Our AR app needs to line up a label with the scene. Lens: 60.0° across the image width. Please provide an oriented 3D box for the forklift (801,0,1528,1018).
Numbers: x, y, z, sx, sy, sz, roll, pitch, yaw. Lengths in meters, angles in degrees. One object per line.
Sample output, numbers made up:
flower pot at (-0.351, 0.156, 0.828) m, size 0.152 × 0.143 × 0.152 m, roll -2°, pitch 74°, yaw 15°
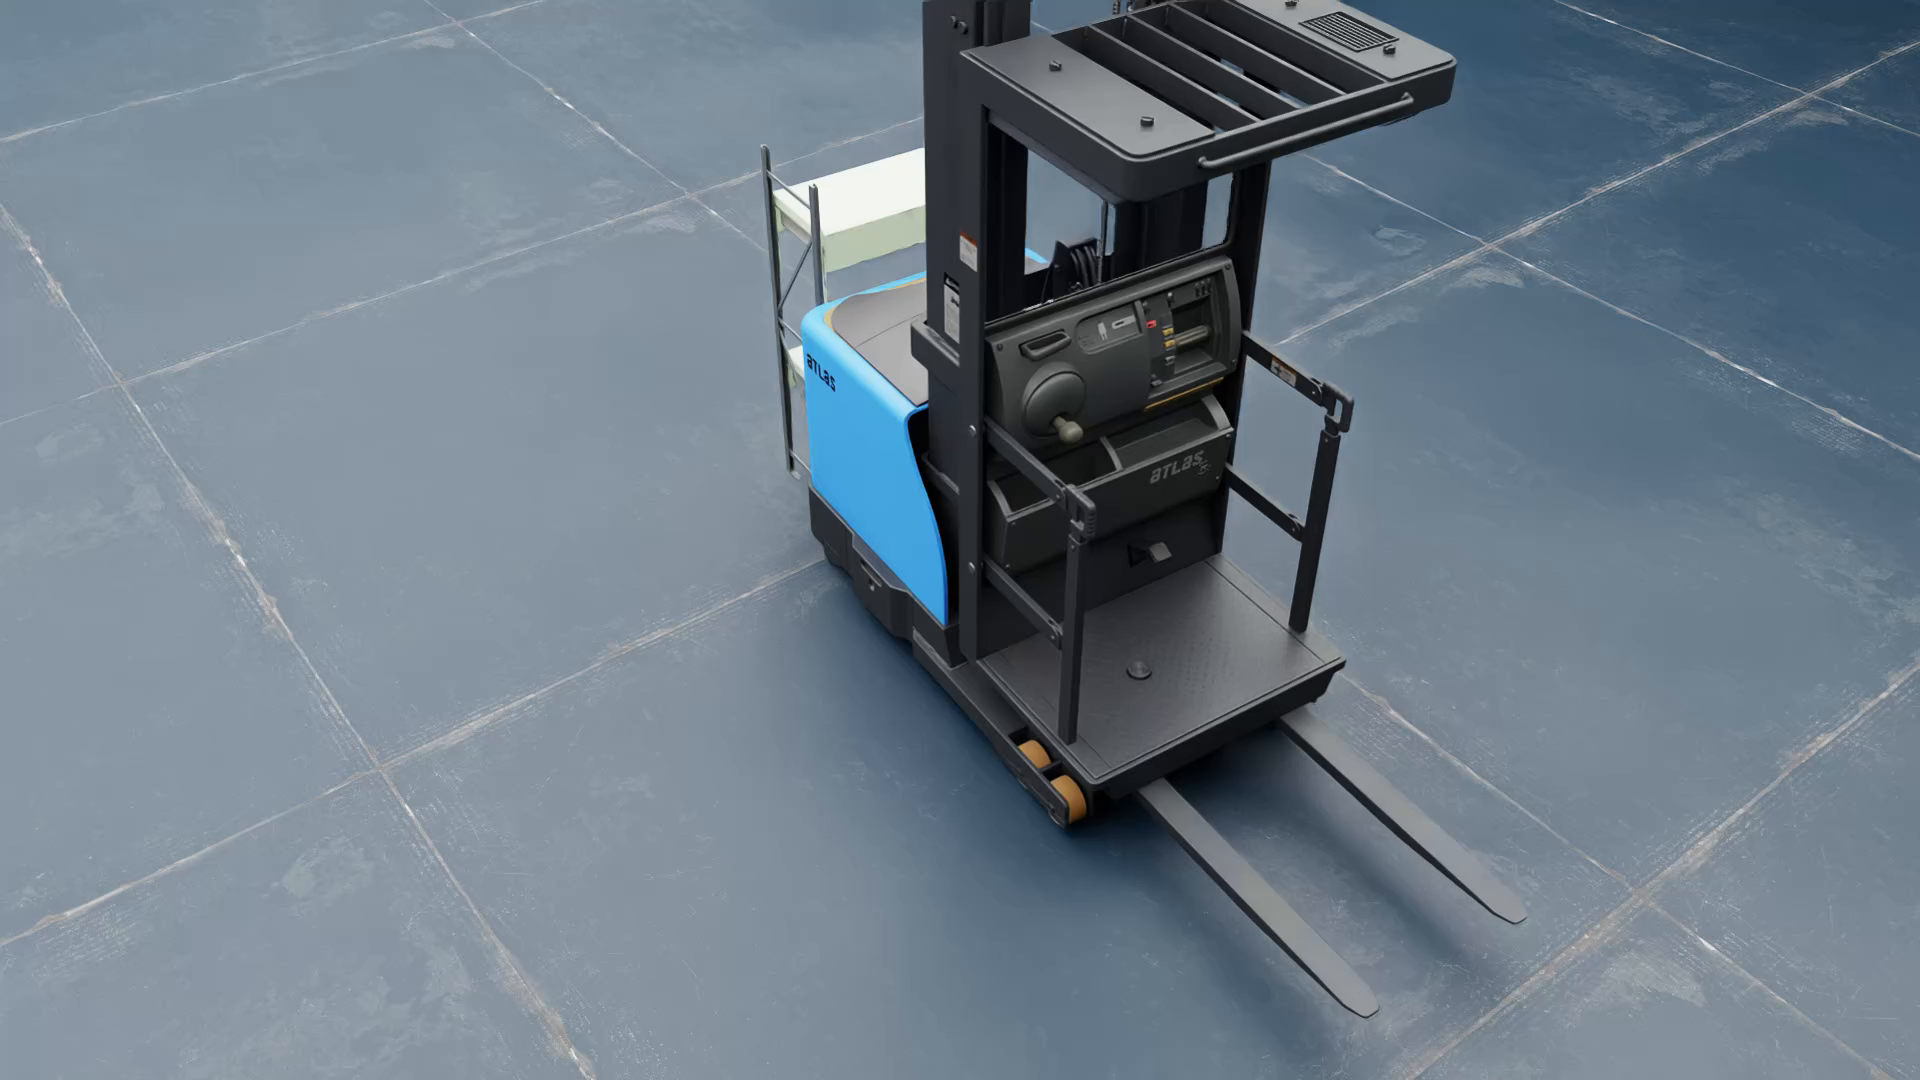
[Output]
forklift at (0.619, -0.521, 5.074) m, size 1.130 × 2.935 × 3.031 m, roll -22°, pitch 44°, yaw -25°

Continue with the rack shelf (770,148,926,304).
rack shelf at (-0.318, -1.210, 6.427) m, size 0.720 × 0.370 × 0.431 m, roll -23°, pitch 44°, yaw -25°

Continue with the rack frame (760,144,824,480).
rack frame at (-0.624, -0.781, 6.519) m, size 0.023 × 1.500 × 0.400 m, roll -23°, pitch 44°, yaw -25°

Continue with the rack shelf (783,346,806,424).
rack shelf at (-0.318, -0.656, 6.881) m, size 0.720 × 0.370 × 0.431 m, roll -23°, pitch 44°, yaw -25°

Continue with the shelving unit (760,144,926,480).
shelving unit at (-0.318, -0.908, 6.674) m, size 0.755 × 1.500 × 0.431 m, roll -23°, pitch 44°, yaw -25°
